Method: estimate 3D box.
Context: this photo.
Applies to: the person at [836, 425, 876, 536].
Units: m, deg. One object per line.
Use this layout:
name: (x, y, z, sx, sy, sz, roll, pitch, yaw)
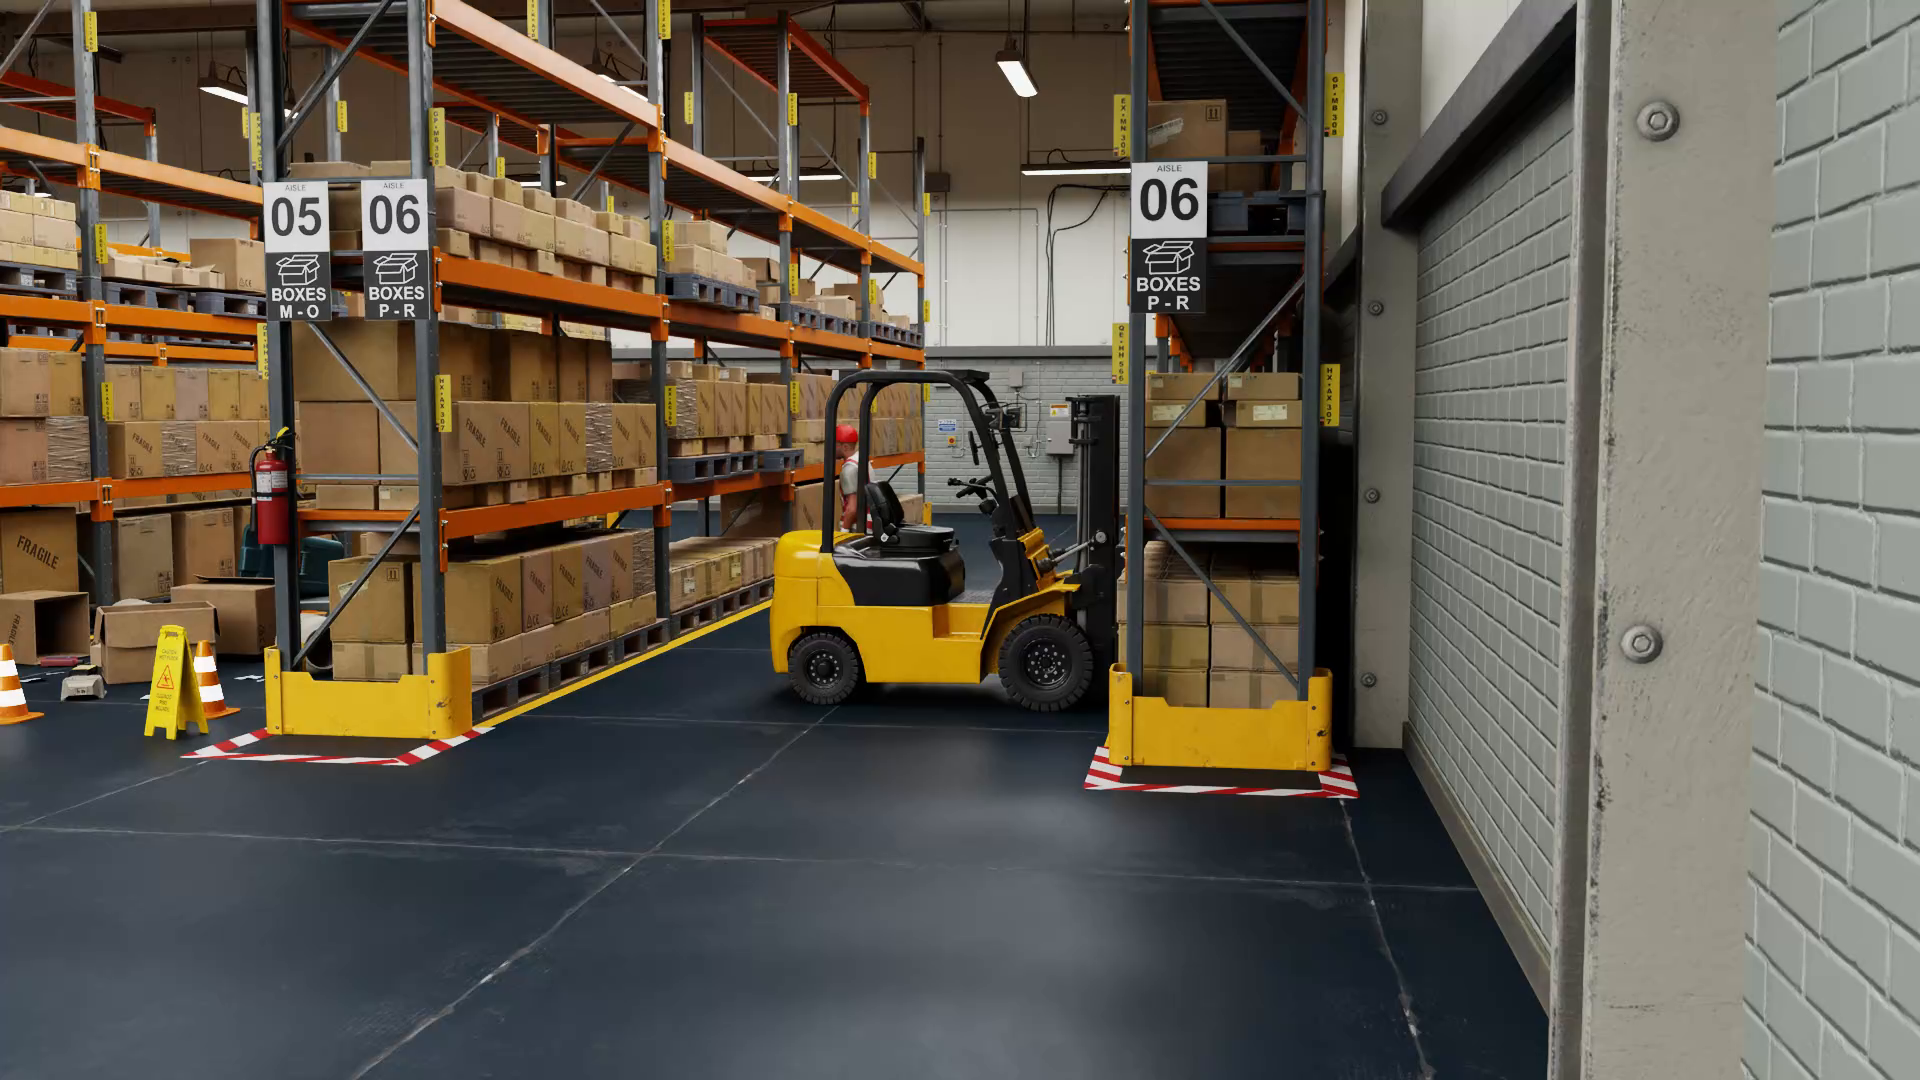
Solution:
person: (-0.891, -0.063, 13.791, 0.448, 1.780, 0.609, 1, 4, 9)
